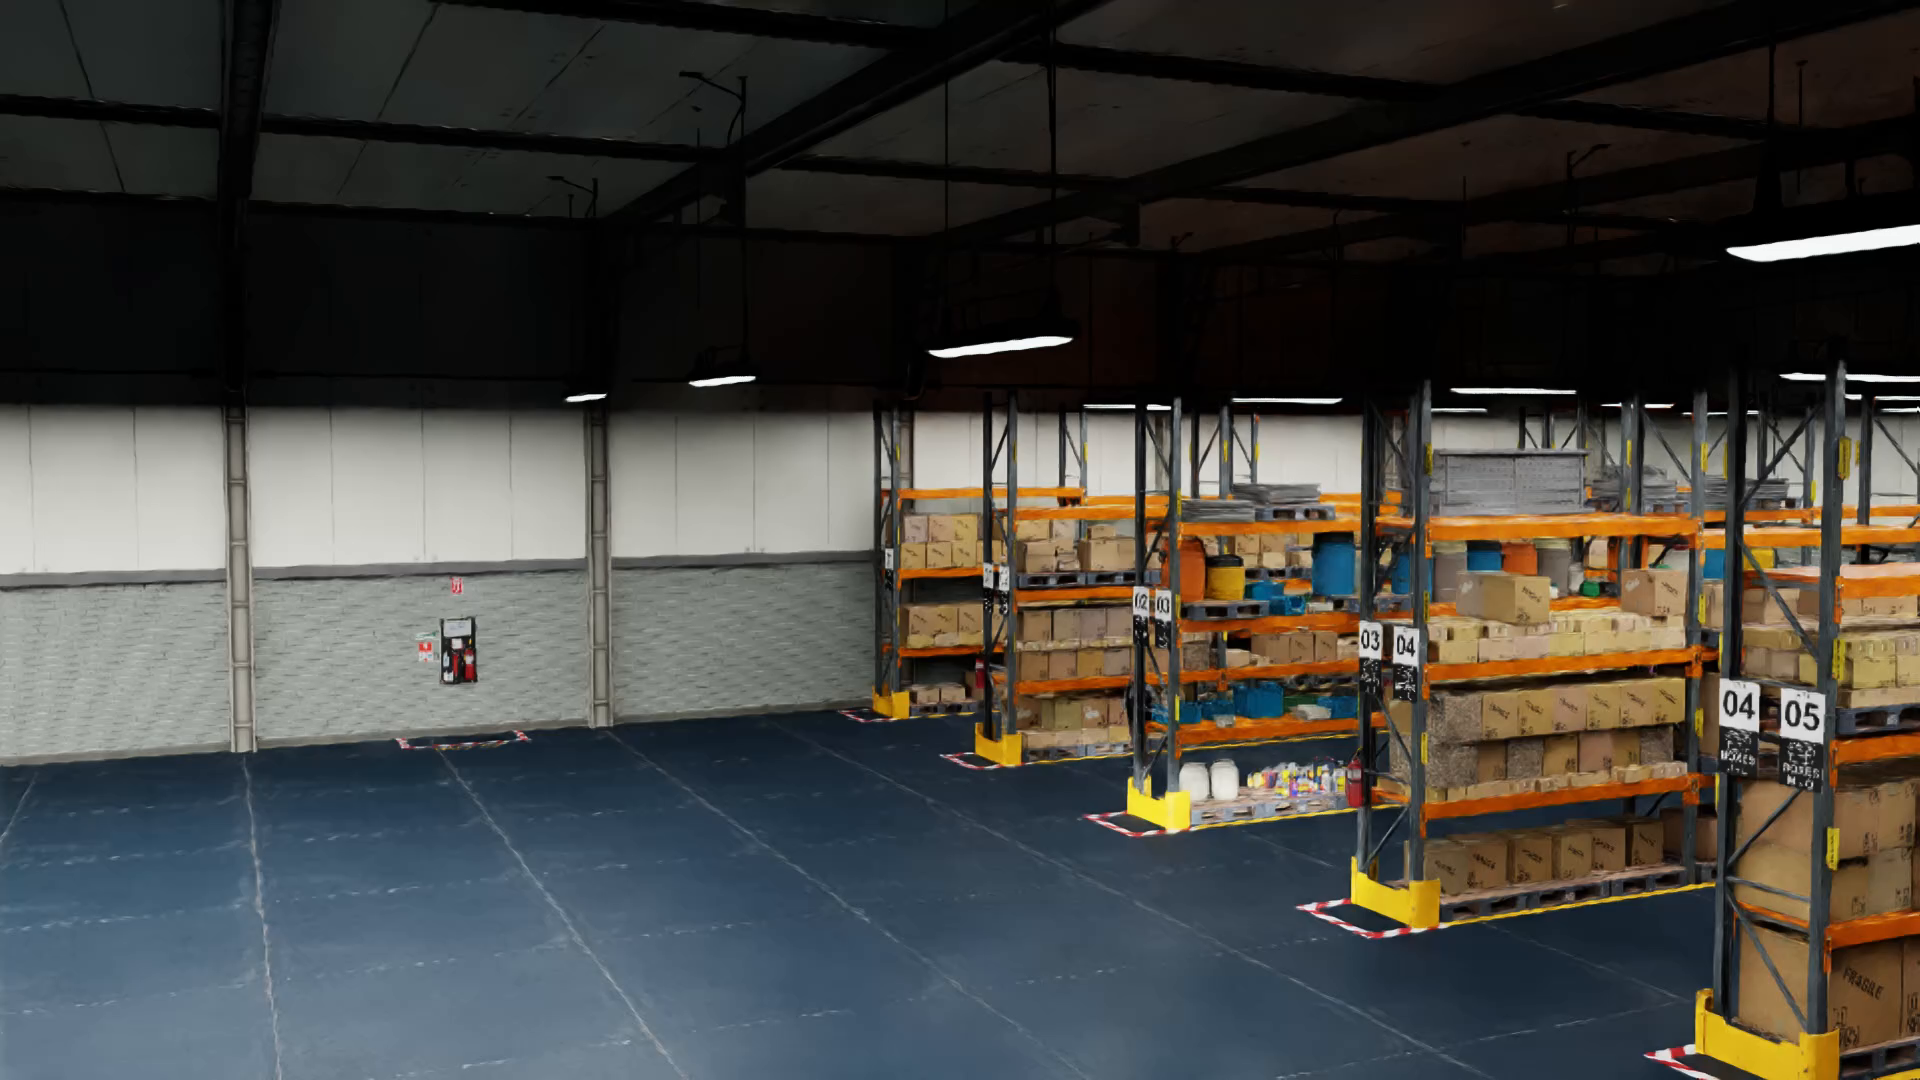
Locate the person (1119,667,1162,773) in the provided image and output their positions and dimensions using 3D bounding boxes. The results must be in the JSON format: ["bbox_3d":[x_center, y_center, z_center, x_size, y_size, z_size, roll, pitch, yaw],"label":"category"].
[{"bbox_3d":[2.790,2.813,26.047,0.645,1.679,0.708,-2,4,-36],"label":"person"}]

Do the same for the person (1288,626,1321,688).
[{"bbox_3d":[6.705,2.426,32.274,0.873,1.706,0.721,-2,4,-27],"label":"person"}]
